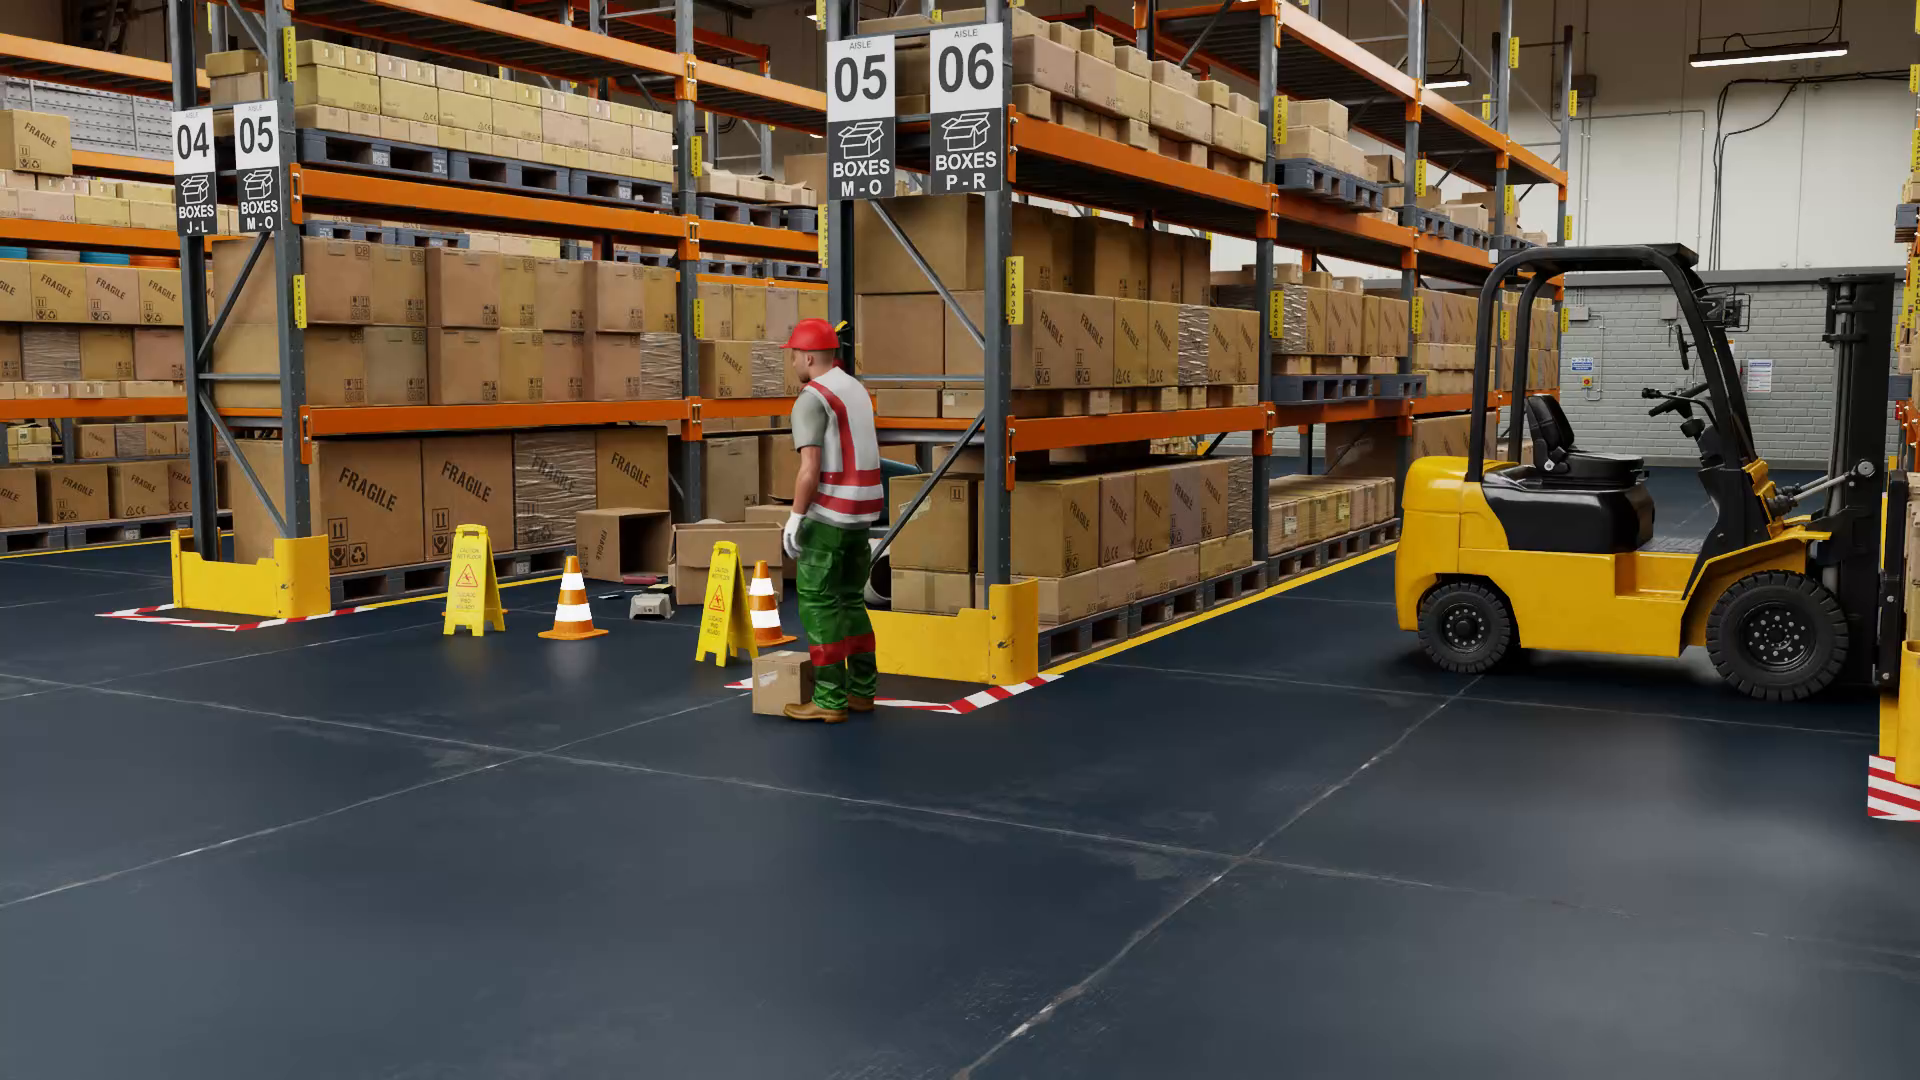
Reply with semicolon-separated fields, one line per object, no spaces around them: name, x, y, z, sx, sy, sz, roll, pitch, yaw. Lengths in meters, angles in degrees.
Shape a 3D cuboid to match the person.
person;-0.581;-0.093;7.410;0.454;1.779;0.610;3;7;28
